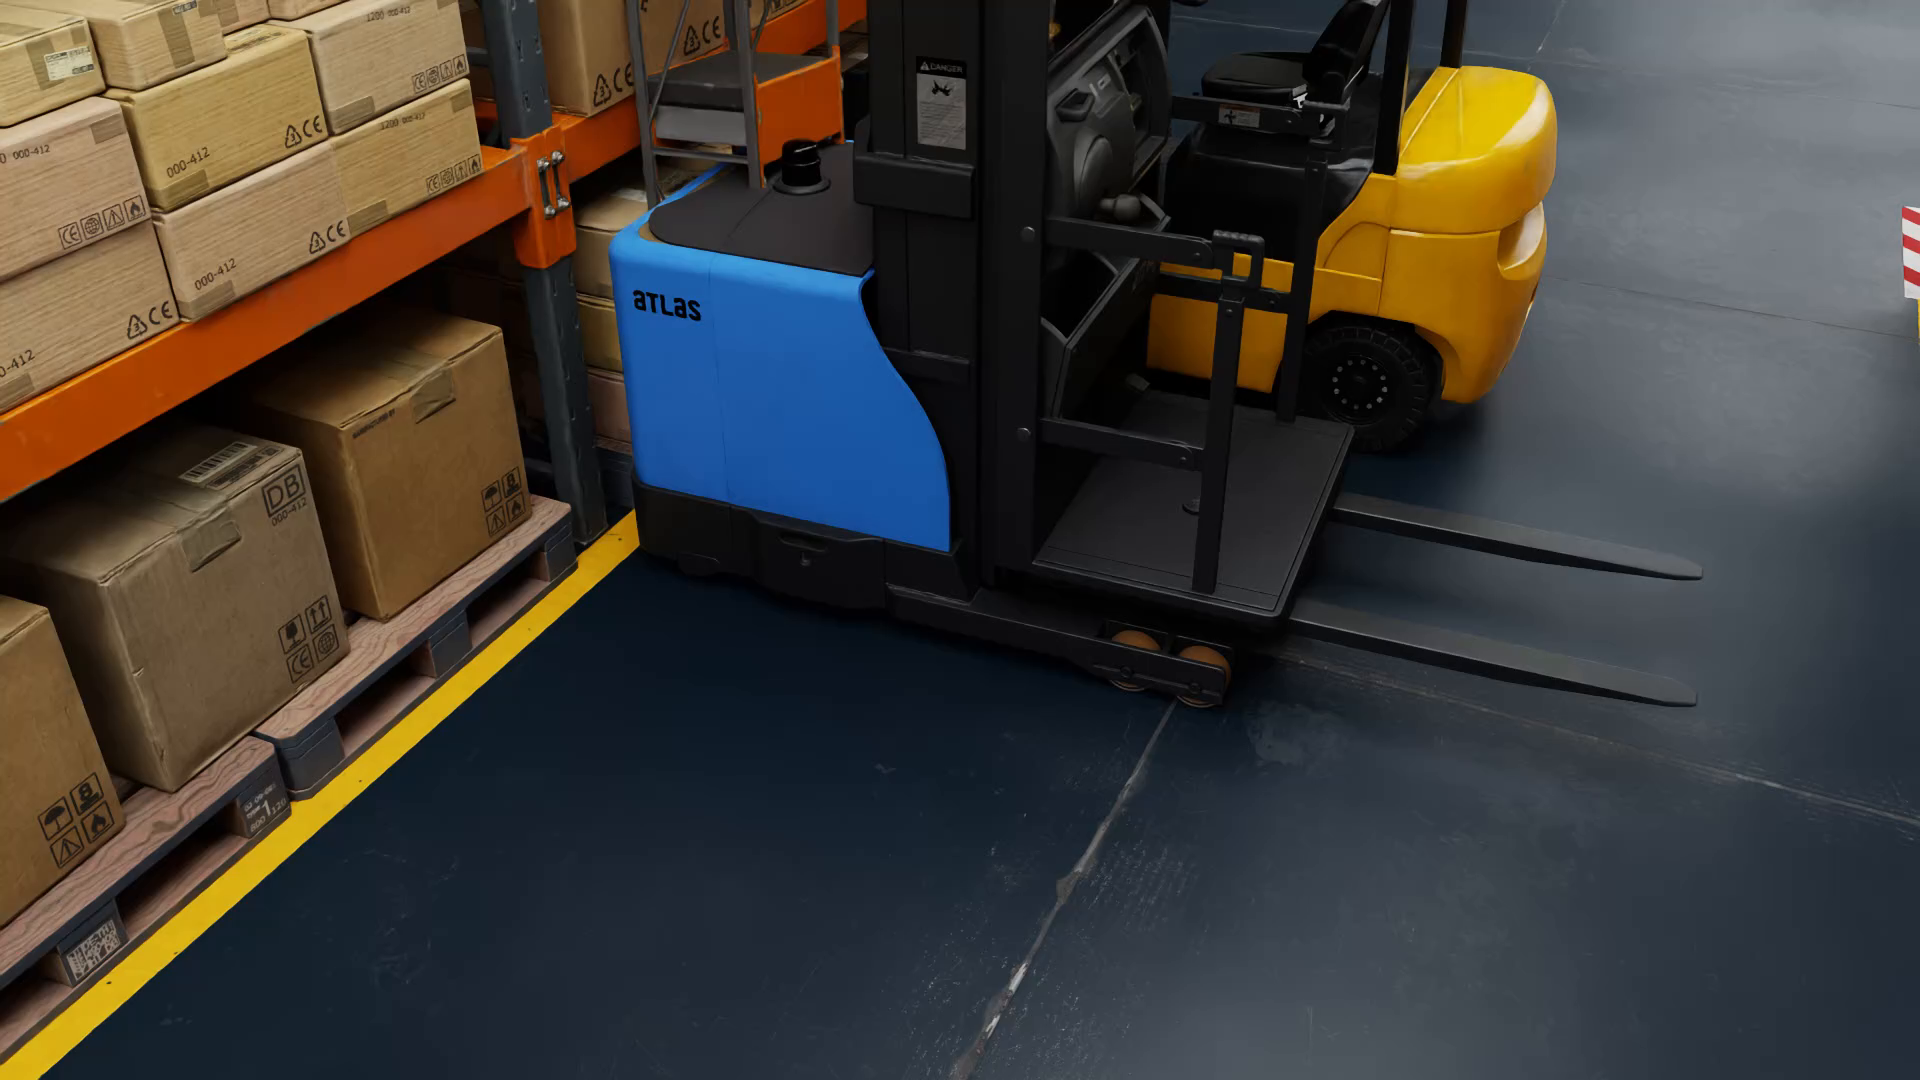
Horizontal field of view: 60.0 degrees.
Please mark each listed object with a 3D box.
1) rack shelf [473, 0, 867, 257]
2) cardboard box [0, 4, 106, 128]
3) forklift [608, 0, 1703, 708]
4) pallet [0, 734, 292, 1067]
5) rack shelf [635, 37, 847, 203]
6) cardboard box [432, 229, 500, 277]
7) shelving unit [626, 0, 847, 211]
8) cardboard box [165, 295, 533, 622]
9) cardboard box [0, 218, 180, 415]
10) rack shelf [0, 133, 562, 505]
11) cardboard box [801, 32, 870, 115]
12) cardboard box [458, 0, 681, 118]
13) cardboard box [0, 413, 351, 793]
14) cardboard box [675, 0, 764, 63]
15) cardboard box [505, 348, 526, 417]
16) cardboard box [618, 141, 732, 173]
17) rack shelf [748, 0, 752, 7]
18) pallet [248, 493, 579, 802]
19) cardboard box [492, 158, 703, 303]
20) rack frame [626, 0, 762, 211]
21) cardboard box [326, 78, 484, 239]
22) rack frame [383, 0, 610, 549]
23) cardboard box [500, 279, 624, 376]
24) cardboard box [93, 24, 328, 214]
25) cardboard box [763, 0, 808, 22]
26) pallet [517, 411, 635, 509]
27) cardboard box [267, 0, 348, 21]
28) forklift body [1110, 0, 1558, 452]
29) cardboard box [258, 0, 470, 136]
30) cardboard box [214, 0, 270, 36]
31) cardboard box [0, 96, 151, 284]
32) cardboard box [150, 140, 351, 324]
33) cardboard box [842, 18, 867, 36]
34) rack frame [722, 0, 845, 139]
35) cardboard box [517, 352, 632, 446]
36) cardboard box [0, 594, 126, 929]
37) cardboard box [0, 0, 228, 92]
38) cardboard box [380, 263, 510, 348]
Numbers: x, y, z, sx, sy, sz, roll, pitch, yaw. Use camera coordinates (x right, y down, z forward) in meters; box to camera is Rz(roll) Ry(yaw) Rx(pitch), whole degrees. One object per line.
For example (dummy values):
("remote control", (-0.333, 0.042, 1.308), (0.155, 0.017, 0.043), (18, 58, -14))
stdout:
("rack shelf", (-0.760, -2.068, 6.324), (1.077, 0.370, 4.000), (14, 36, 20))
("cardboard box", (-1.936, -0.945, 3.272), (0.380, 0.149, 0.250), (13, 36, 19))
("forklift", (0.581, -1.099, 4.252), (3.031, 2.935, 1.130), (12, 35, 18))
("pallet", (-2.379, 0.779, 3.869), (1.003, 0.211, 1.213), (14, 36, 20))
("rack shelf", (-0.646, -1.198, 5.018), (0.431, 0.518, 0.480), (11, 29, 23))
("cardboard box", (-1.566, -1.106, 5.414), (0.500, 0.250, 0.500), (15, 36, 21))
("shelving unit", (-0.647, -1.211, 5.012), (0.431, 2.100, 0.503), (11, 29, 23))
("cardboard box", (-1.805, -0.293, 4.744), (0.875, 0.625, 0.625), (16, 36, 23))
("cardboard box", (-2.011, -0.507, 3.424), (0.500, 0.250, 0.500), (14, 36, 21))
("rack shelf", (-2.433, -0.076, 3.286), (1.077, 0.370, 4.000), (14, 36, 20))
("cardboard box", (-0.462, -1.748, 6.393), (0.500, 0.250, 0.500), (13, 36, 20))
("cardboard box", (-1.174, -1.576, 4.826), (0.500, 0.500, 0.500), (13, 35, 19))
("cardboard box", (-2.136, 0.092, 4.157), (0.875, 0.625, 0.625), (14, 36, 20))
("cardboard box", (-0.971, -1.839, 5.228), (0.500, 0.500, 0.500), (15, 36, 21))
("cardboard box", (-1.577, -0.687, 5.686), (0.500, 0.250, 0.500), (15, 36, 21))
("cardboard box", (-0.886, -1.238, 5.615), (0.500, 0.250, 0.500), (14, 36, 21))
("rack shelf", (-0.660, -1.823, 4.703), (0.431, 0.518, 0.480), (11, 29, 23))
("pallet", (-1.869, 0.169, 4.799), (1.003, 0.211, 1.213), (14, 36, 20))
("cardboard box", (-1.109, -0.986, 5.230), (0.500, 0.250, 0.500), (14, 36, 20))
("rack frame", (-0.752, -1.110, 4.816), (0.400, 2.100, 0.015), (11, 29, 23))
("cardboard box", (-1.570, -0.999, 4.175), (0.500, 0.250, 0.500), (15, 36, 22))
("rack frame", (-1.597, -1.373, 4.608), (1.000, 3.000, 0.127), (14, 36, 20))
("cardboard box", (-1.114, -0.778, 5.369), (0.500, 0.250, 0.500), (14, 36, 20))
("cardboard box", (-1.779, -0.958, 3.656), (0.500, 0.250, 0.500), (13, 36, 19))
("cardboard box", (-0.760, -2.091, 5.613), (0.500, 0.500, 0.500), (14, 36, 20))
("pallet", (-1.226, -0.593, 5.962), (1.003, 0.211, 1.213), (14, 36, 20))
("cardboard box", (-1.629, -1.332, 3.863), (0.380, 0.149, 0.250), (14, 36, 20))
("forklift body", (0.941, -1.647, 5.800), (2.313, 2.155, 1.214), (14, 36, 20))
("cardboard box", (-1.570, -1.216, 4.050), (0.500, 0.250, 0.500), (13, 36, 19))
("cardboard box", (-1.780, -1.222, 3.696), (0.380, 0.149, 0.250), (14, 36, 20))
("cardboard box", (-1.998, -0.705, 3.270), (0.500, 0.250, 0.500), (15, 36, 21))
("cardboard box", (-1.775, -0.747, 3.791), (0.500, 0.250, 0.500), (14, 36, 20))
("cardboard box", (-0.243, -1.999, 6.775), (0.500, 0.250, 0.500), (15, 36, 21))
("rack frame", (-0.541, -1.311, 5.208), (0.400, 2.100, 0.015), (11, 29, 23))
("cardboard box", (-1.094, -0.563, 5.498), (0.500, 0.250, 0.500), (15, 36, 21))
("cardboard box", (-2.449, 0.467, 3.585), (0.875, 0.625, 0.625), (13, 35, 19))
("cardboard box", (-1.769, -1.061, 3.449), (0.380, 0.149, 0.250), (13, 35, 19))
("cardboard box", (-1.579, -0.897, 5.551), (0.500, 0.250, 0.500), (13, 36, 19))
